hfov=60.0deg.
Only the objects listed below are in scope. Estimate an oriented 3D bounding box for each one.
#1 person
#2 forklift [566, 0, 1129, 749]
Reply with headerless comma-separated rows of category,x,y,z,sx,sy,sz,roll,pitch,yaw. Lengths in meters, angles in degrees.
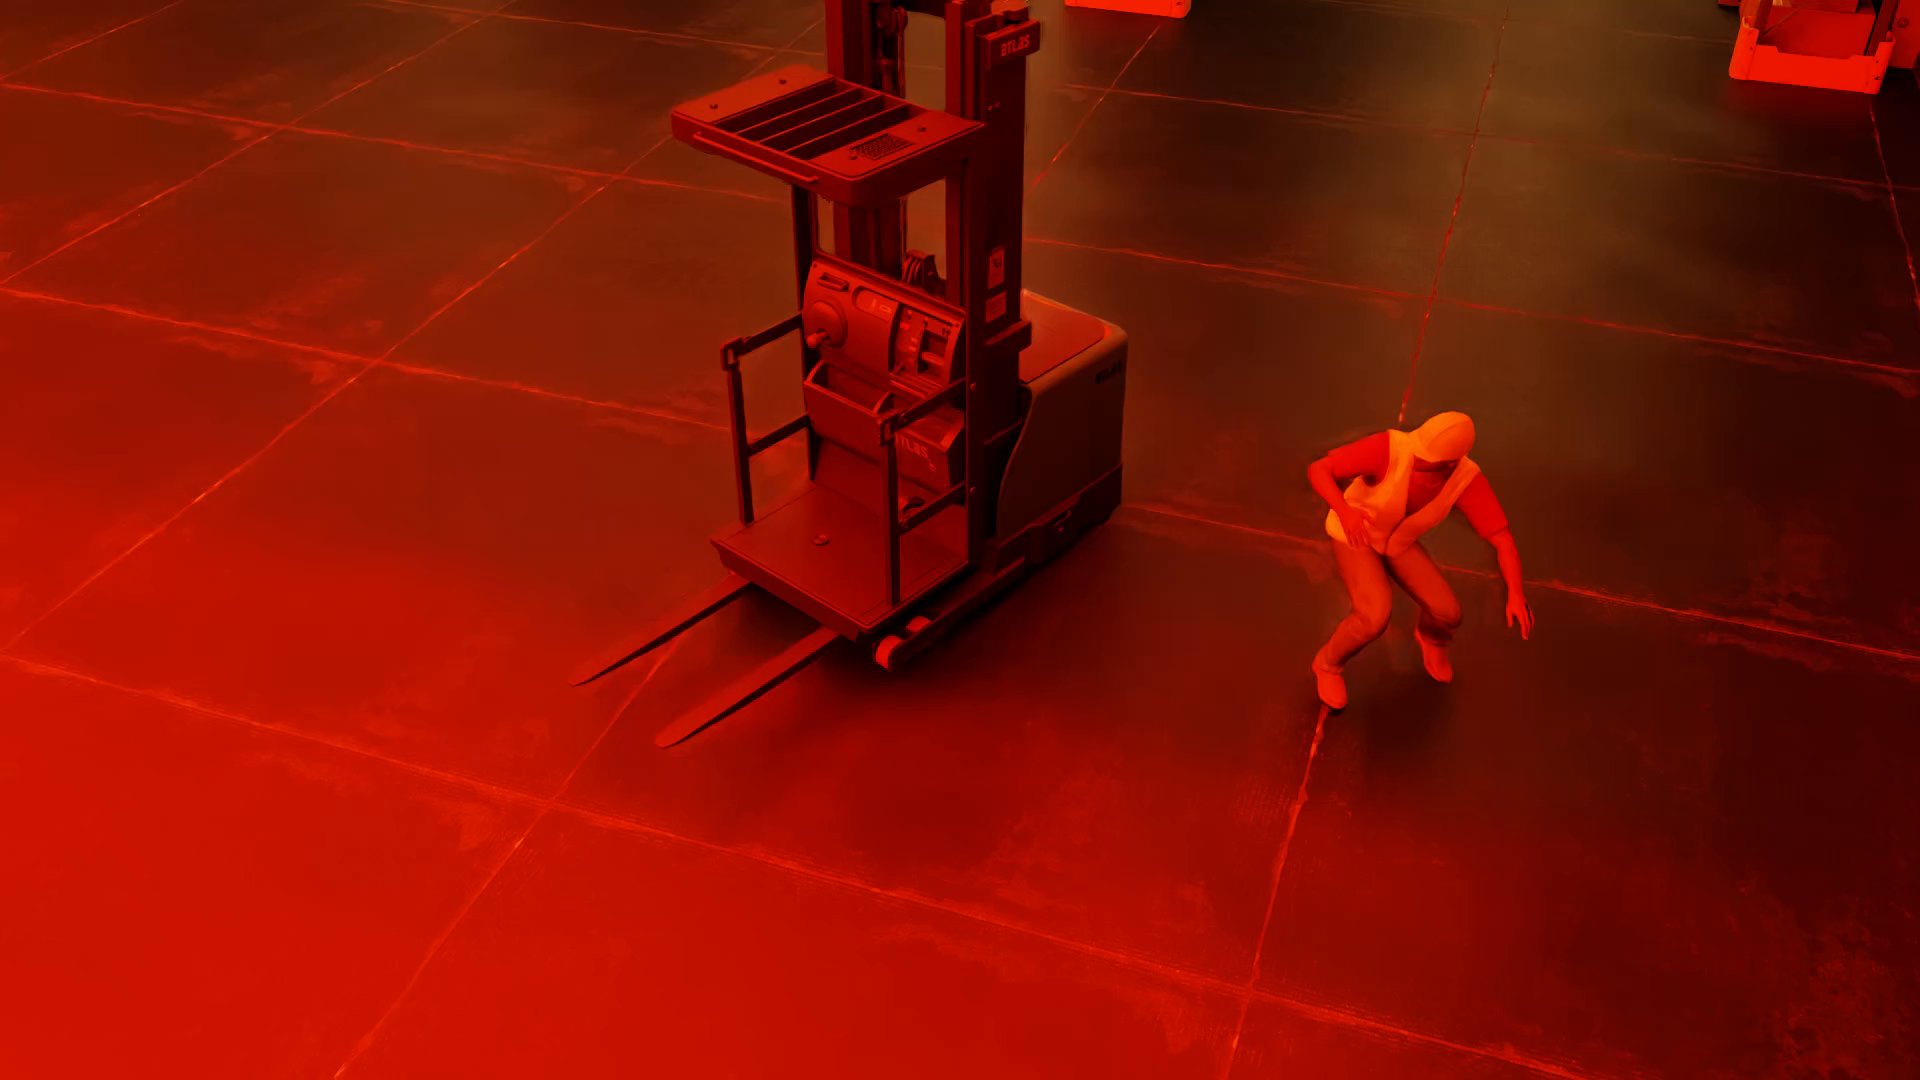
person,1.939,0.112,7.223,0.844,1.508,0.914,-6,36,-8
forklift,-0.498,-0.916,7.403,1.130,2.935,3.031,27,43,33
